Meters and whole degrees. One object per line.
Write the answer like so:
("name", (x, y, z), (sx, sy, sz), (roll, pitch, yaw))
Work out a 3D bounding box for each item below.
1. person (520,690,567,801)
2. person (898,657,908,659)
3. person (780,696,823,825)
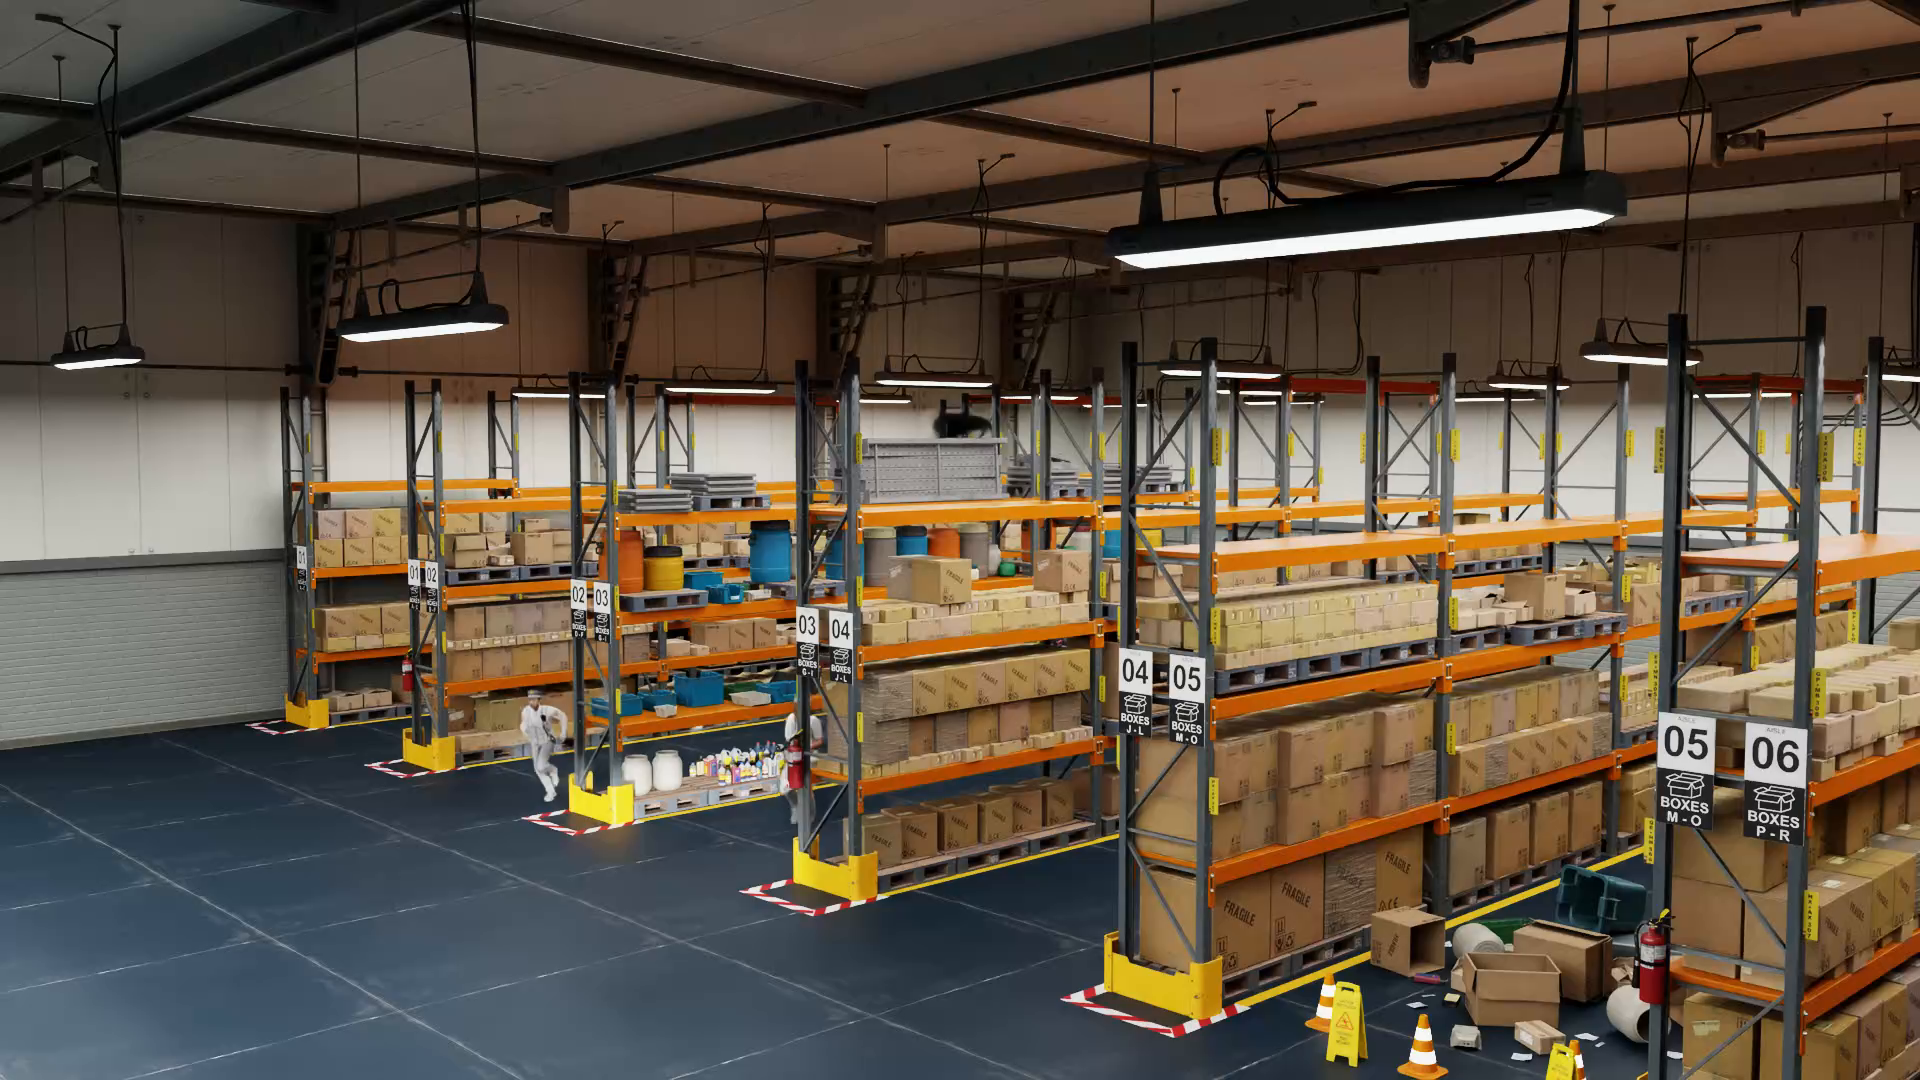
("person", (-5.880, 2.879, 23.338), (0.601, 1.614, 0.657), (1, 4, 17))
("person", (-0.942, 2.433, 28.698), (0.843, 1.845, 0.638), (-4, 5, -45))
("person", (-2.103, 2.891, 21.768), (0.664, 1.745, 0.648), (2, 4, 27))
